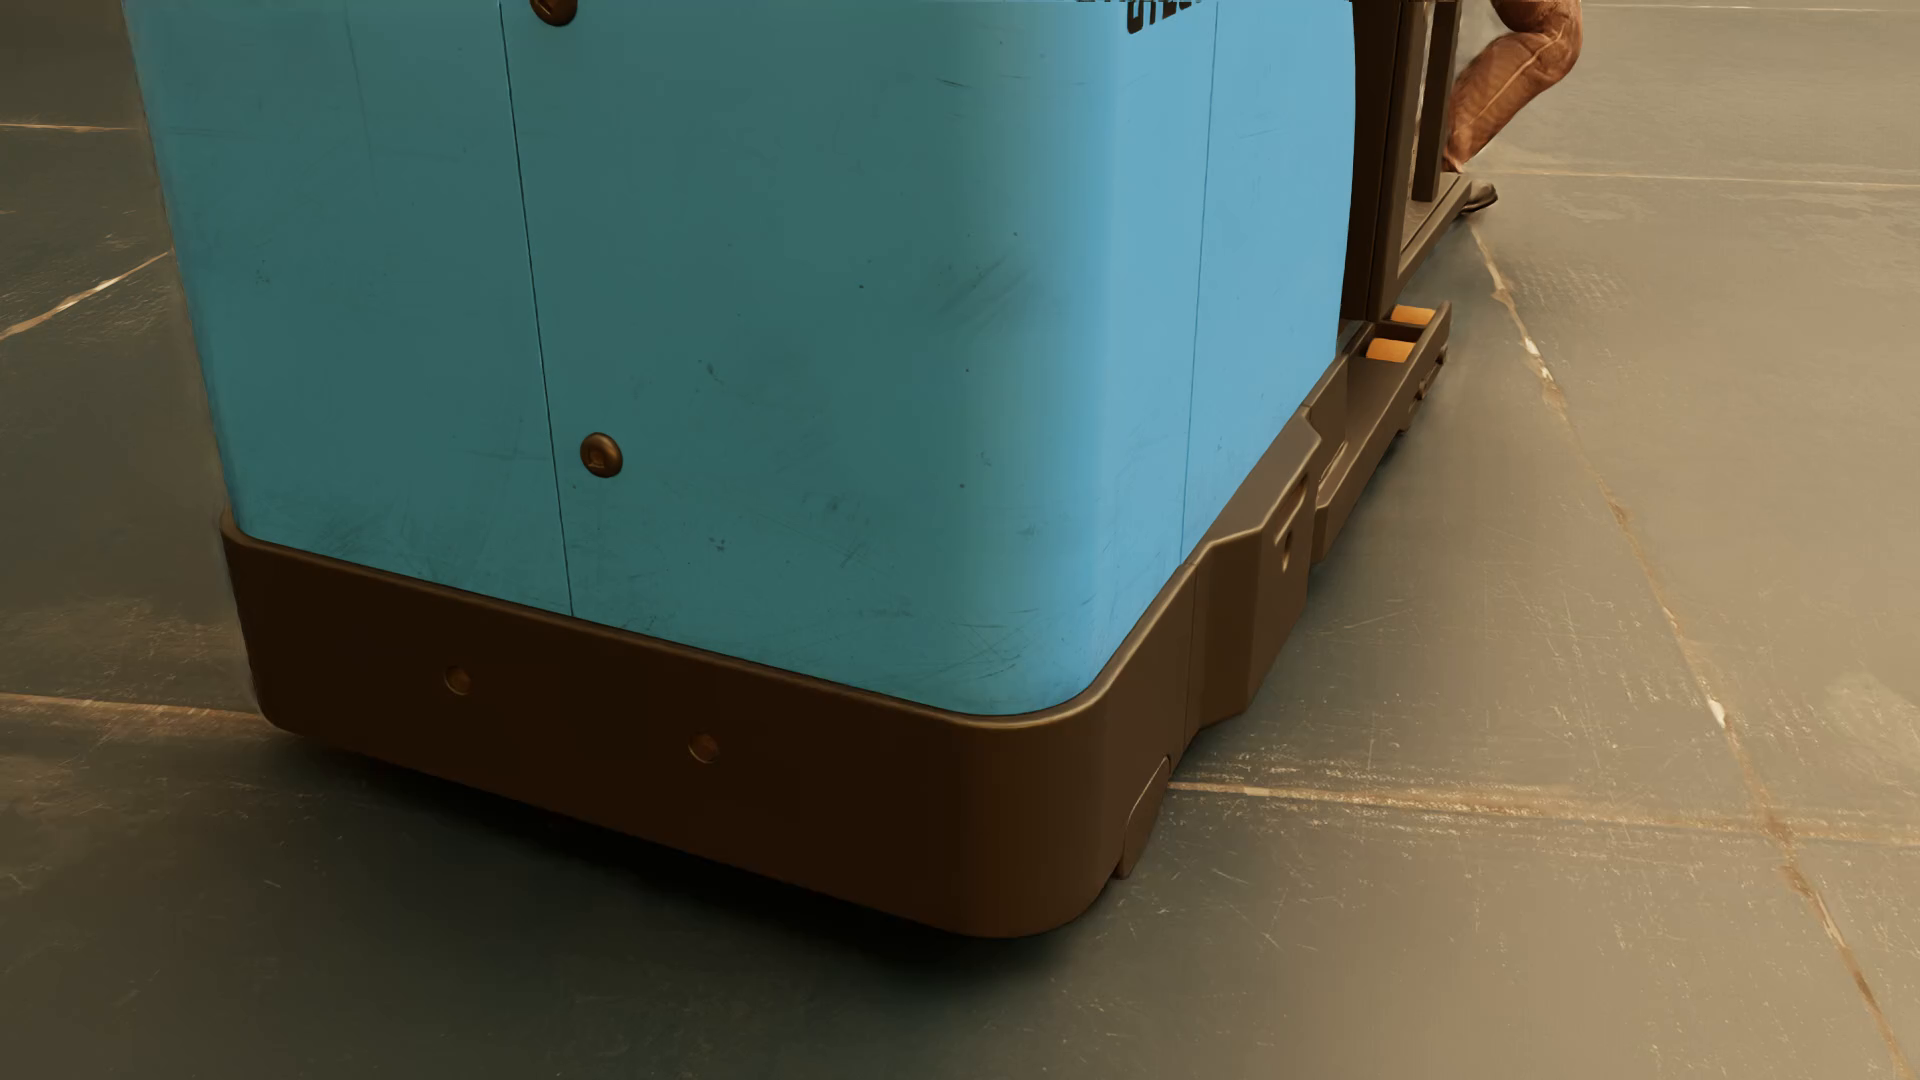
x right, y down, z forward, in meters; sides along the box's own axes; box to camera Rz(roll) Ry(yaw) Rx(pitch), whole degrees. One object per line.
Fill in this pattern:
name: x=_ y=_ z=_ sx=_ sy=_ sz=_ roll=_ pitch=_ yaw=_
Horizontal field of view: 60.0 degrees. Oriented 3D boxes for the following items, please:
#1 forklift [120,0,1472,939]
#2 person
forklift: x=0.245 y=-1.564 z=2.352 sx=1.130 sy=2.935 sz=3.031 roll=12 pitch=29 yaw=22
person: x=1.131 y=-1.484 z=3.791 sx=0.710 sy=1.472 sz=1.039 roll=-22 pitch=34 yaw=-37
